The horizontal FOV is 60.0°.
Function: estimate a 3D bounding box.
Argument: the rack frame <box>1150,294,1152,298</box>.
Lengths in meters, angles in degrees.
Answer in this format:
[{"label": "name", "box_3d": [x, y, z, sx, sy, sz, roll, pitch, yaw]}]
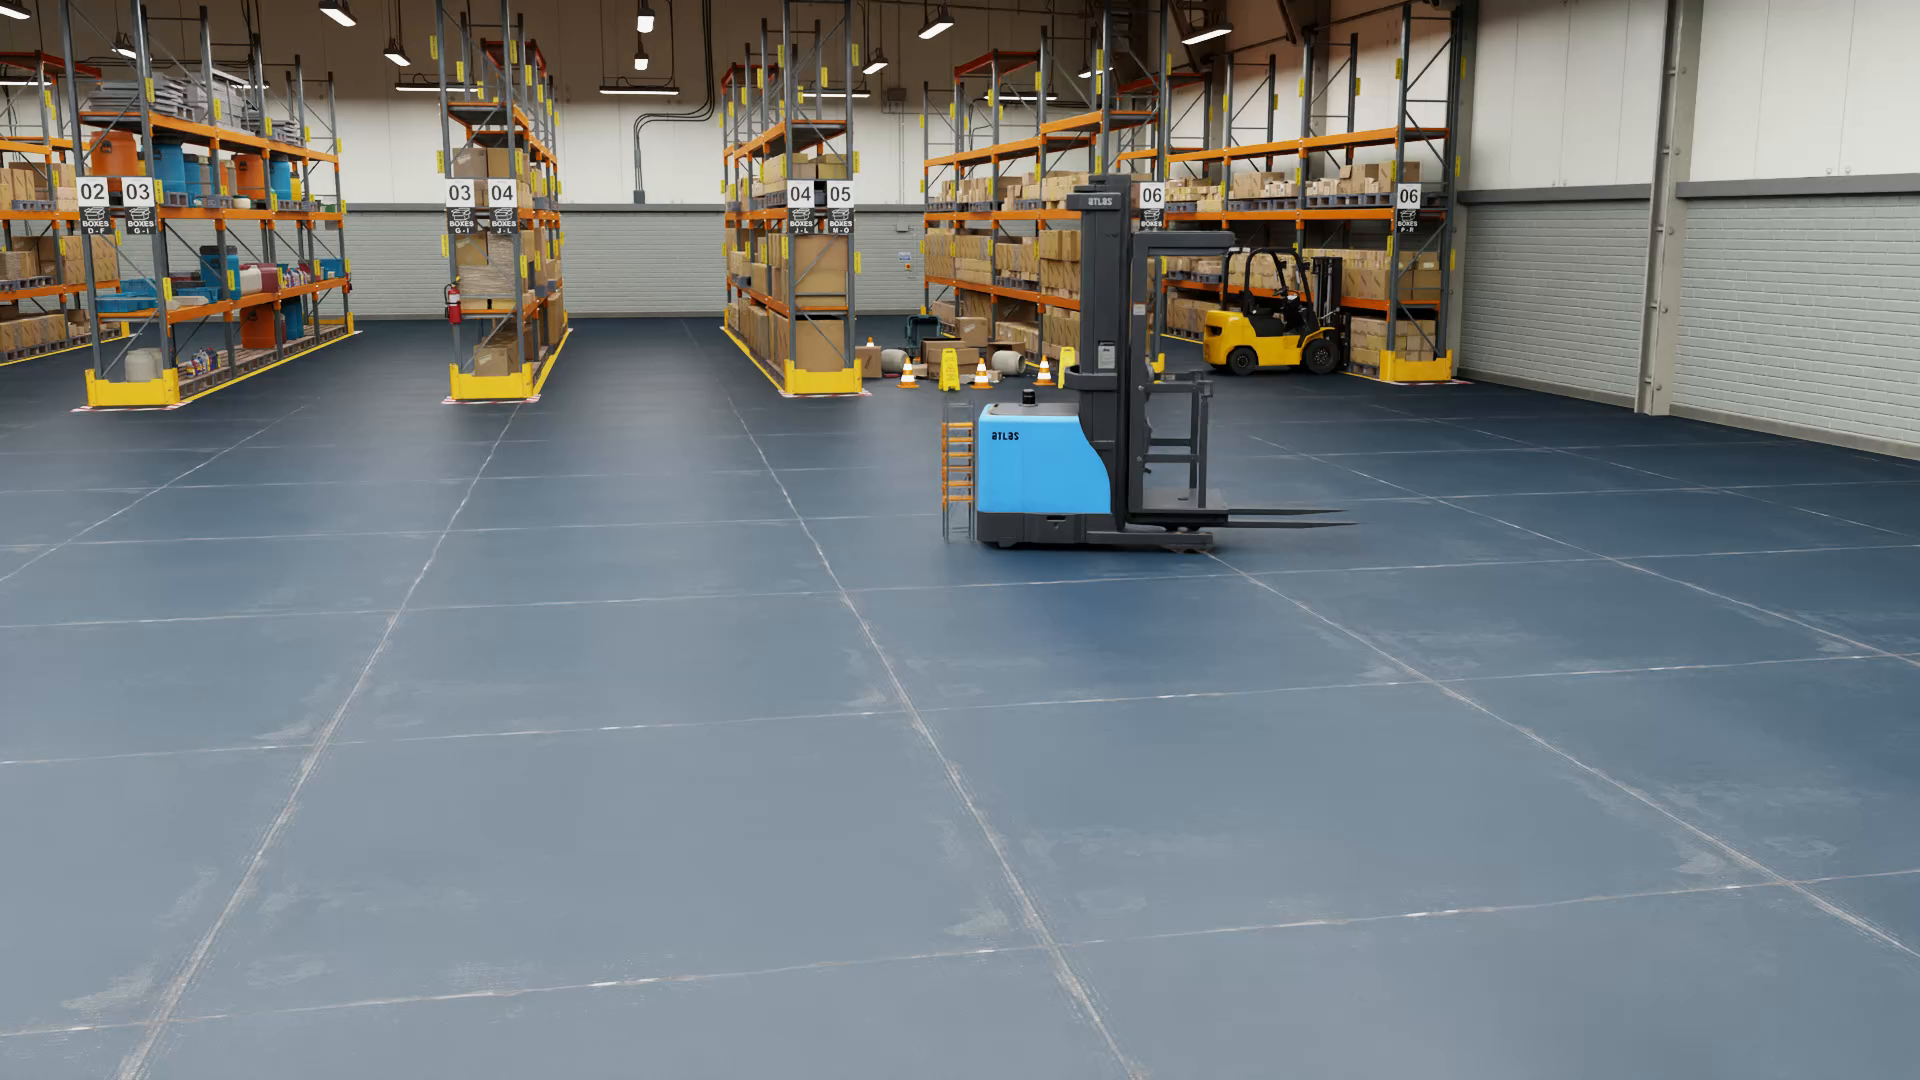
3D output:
[{"label": "rack frame", "box_3d": [4.473, -7.083, 42.889, 1.000, 3.000, 0.127, -2, 11, -11]}]

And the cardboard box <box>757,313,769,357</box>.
[{"label": "cardboard box", "box_3d": [-3.106, -3.714, 30.082, 1.050, 0.750, 0.750, -2, 11, -11]}]

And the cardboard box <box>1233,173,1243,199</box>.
[{"label": "cardboard box", "box_3d": [5.931, -7.252, 34.097, 0.500, 0.500, 0.500, -2, 11, -11]}]

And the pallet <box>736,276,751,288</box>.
[{"label": "pallet", "box_3d": [-3.918, -5.269, 33.869, 1.213, 0.211, 1.003, -2, 11, -11]}]

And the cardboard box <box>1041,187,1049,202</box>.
[{"label": "cardboard box", "box_3d": [1.756, -6.156, 29.603, 0.500, 0.250, 0.500, -2, 11, -12]}]

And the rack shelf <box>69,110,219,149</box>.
[{"label": "rack shelf", "box_3d": [-12.251, -6.191, 25.150, 1.077, 0.370, 4.000, -2, 11, -11]}]

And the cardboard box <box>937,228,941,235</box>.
[{"label": "cardboard box", "box_3d": [-0.337, -7.400, 39.876, 0.380, 0.149, 0.250, -2, 11, -12]}]

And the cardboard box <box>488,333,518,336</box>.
[{"label": "cardboard box", "box_3d": [-7.743, -3.244, 28.281, 0.500, 0.500, 0.500, -2, 11, -13]}]

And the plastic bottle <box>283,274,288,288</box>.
[{"label": "plastic bottle", "box_3d": [-13.361, -5.114, 32.886, 0.097, 0.271, 0.097, 0, 11, 0]}]

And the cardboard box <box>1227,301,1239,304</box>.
[{"label": "cardboard box", "box_3d": [6.021, -5.212, 36.883, 0.380, 0.149, 0.250, -2, 11, -12]}]

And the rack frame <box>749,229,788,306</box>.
[{"label": "rack frame", "box_3d": [-3.675, -5.236, 33.185, 1.000, 3.000, 0.127, -2, 11, -11]}]

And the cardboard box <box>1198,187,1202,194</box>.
[{"label": "cardboard box", "box_3d": [5.419, -7.648, 36.373, 0.380, 0.149, 0.250, -2, 11, -11]}]

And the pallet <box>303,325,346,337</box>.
[{"label": "pallet", "box_3d": [-14.852, -4.839, 38.555, 1.003, 0.211, 1.213, -2, 11, -11]}]

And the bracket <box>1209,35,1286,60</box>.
[{"label": "bracket", "box_3d": [6.237, -10.661, 36.013, 0.076, 0.066, 4.783, -2, 11, -11]}]

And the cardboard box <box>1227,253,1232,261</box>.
[{"label": "cardboard box", "box_3d": [5.802, -5.915, 34.746, 0.380, 0.149, 0.250, -2, 11, -9]}]

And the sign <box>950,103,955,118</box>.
[{"label": "sign", "box_3d": [-0.166, -9.636, 37.337, 0.100, 0.325, 0.005, -2, 11, -11]}]

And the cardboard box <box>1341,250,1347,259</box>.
[{"label": "cardboard box", "box_3d": [6.972, -5.048, 29.401, 0.380, 0.149, 0.250, -2, 11, -11]}]

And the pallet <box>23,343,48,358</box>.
[{"label": "pallet", "box_3d": [-18.620, -3.706, 32.606, 1.003, 0.211, 1.213, -2, 11, -11]}]

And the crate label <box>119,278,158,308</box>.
[{"label": "crate label", "box_3d": [-12.486, -3.772, 25.398, 0.502, 0.435, 0.616, -2, 11, -11]}]

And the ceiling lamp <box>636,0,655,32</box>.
[{"label": "ceiling lamp", "box_3d": [-5.053, -10.231, 27.770, 0.800, 3.185, 2.000, -2, 11, -11]}]

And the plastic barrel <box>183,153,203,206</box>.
[{"label": "plastic barrel", "box_3d": [-12.952, -5.966, 27.655, 0.600, 0.901, 0.708, -2, 11, -11]}]

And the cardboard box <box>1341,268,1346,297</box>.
[{"label": "cardboard box", "box_3d": [6.931, -4.560, 29.363, 0.500, 0.500, 0.500, -2, 11, -11]}]

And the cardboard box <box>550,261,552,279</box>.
[{"label": "cardboard box", "box_3d": [-8.689, -5.503, 34.317, 0.500, 0.500, 0.500, -2, 11, -11]}]

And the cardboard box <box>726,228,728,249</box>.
[{"label": "cardboard box", "box_3d": [-5.404, -7.298, 40.279, 0.500, 0.500, 0.500, -2, 11, -11]}]

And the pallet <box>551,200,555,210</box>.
[{"label": "pallet", "box_3d": [-9.487, -7.388, 36.707, 1.003, 0.211, 1.213, -2, 11, -11]}]

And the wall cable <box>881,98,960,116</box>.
[{"label": "wall cable", "box_3d": [-1.040, -10.909, 46.944, 2.355, 3.000, 0.029, -2, 11, -11]}]

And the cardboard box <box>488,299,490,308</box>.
[{"label": "cardboard box", "box_3d": [-7.310, -3.574, 25.125, 0.380, 0.149, 0.250, -2, 11, -11]}]

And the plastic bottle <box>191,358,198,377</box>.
[{"label": "plastic bottle", "box_3d": [-11.935, -2.695, 25.920, 0.061, 0.283, 0.133, -2, 11, -10]}]

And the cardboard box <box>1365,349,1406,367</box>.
[{"label": "cardboard box", "box_3d": [7.184, -3.079, 28.081, 0.500, 0.250, 0.500, -2, 11, -11]}]

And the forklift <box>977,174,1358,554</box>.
[{"label": "forklift", "box_3d": [1.673, -1.435, 13.396, 3.031, 2.935, 1.130, 1, 11, 4]}]

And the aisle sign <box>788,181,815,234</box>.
[{"label": "aisle sign", "box_3d": [-2.400, -5.022, 25.107, 0.394, 0.787, 0.004, -2, 11, -11]}]

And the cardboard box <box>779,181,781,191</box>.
[{"label": "cardboard box", "box_3d": [-2.615, -5.516, 25.916, 0.380, 0.149, 0.250, -2, 11, -10]}]

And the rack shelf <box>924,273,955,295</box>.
[{"label": "rack shelf", "box_3d": [-0.006, -6.182, 40.077, 1.077, 0.370, 4.000, -2, 11, -11]}]

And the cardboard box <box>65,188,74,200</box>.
[{"label": "cardboard box", "box_3d": [-19.006, -7.284, 34.984, 0.500, 0.250, 0.500, -2, 11, -11]}]

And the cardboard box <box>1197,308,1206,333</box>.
[{"label": "cardboard box", "box_3d": [5.544, -4.852, 36.729, 0.500, 0.500, 0.500, -2, 11, -9]}]

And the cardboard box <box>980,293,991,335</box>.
[{"label": "cardboard box", "box_3d": [0.939, -4.891, 35.929, 0.875, 0.875, 0.875, -2, 11, -10]}]

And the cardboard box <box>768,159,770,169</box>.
[{"label": "cardboard box", "box_3d": [-3.010, -6.281, 27.800, 0.380, 0.149, 0.250, -2, 11, -12]}]

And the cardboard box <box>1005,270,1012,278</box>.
[{"label": "cardboard box", "box_3d": [1.105, -5.295, 33.043, 0.380, 0.149, 0.250, -2, 11, -11]}]

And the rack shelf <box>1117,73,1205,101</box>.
[{"label": "rack shelf", "box_3d": [4.862, -10.943, 40.157, 1.077, 0.370, 4.000, -2, 11, -11]}]

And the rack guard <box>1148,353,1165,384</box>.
[{"label": "rack guard", "box_3d": [2.702, -2.753, 26.826, 1.175, 0.500, 0.348, -2, 11, -11]}]

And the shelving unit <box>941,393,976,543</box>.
[{"label": "shelving unit", "box_3d": [-0.010, -0.587, 13.573, 0.258, 1.200, 0.189, -2, 11, -9]}]

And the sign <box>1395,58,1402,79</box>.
[{"label": "sign", "box_3d": [7.050, -7.576, 26.725, 0.100, 0.325, 0.005, -2, 11, -11]}]

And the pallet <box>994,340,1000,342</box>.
[{"label": "pallet", "box_3d": [1.311, -3.921, 33.735, 1.003, 0.211, 1.213, -2, 11, -11]}]

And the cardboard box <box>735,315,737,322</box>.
[{"label": "cardboard box", "box_3d": [-4.891, -5.017, 37.740, 0.380, 0.149, 0.250, -3, 11, -14]}]

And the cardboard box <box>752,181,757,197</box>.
[{"label": "cardboard box", "box_3d": [-3.750, -6.781, 32.124, 0.500, 0.311, 0.500, -2, 11, -11]}]

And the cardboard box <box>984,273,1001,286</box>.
[{"label": "cardboard box", "box_3d": [0.808, -5.444, 34.679, 0.500, 0.250, 0.500, -3, 11, -13]}]

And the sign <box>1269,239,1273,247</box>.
[{"label": "sign", "box_3d": [6.573, -6.205, 35.181, 0.100, 0.325, 0.005, -2, 11, -11]}]

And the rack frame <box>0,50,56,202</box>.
[{"label": "rack frame", "box_3d": [-19.056, -8.395, 33.739, 1.000, 3.000, 0.127, -2, 11, -11]}]

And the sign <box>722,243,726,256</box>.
[{"label": "sign", "box_3d": [-5.763, -7.109, 40.709, 0.100, 0.325, 0.005, -2, 11, -11]}]

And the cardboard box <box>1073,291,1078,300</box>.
[{"label": "cardboard box", "box_3d": [2.117, -4.137, 28.081, 0.380, 0.149, 0.250, -2, 11, -12]}]

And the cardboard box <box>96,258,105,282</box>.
[{"label": "cardboard box", "box_3d": [-19.284, -5.972, 36.784, 0.500, 0.500, 0.500, -2, 11, -11]}]

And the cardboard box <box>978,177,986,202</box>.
[{"label": "cardboard box", "box_3d": [0.782, -7.338, 34.816, 0.700, 0.500, 0.500, -3, 11, -14]}]

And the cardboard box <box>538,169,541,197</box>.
[{"label": "cardboard box", "box_3d": [-8.111, -6.671, 31.094, 0.500, 0.500, 0.500, -2, 11, -11]}]

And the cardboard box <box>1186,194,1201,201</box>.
[{"label": "cardboard box", "box_3d": [5.243, -7.605, 36.888, 0.380, 0.149, 0.250, -2, 11, -10]}]
